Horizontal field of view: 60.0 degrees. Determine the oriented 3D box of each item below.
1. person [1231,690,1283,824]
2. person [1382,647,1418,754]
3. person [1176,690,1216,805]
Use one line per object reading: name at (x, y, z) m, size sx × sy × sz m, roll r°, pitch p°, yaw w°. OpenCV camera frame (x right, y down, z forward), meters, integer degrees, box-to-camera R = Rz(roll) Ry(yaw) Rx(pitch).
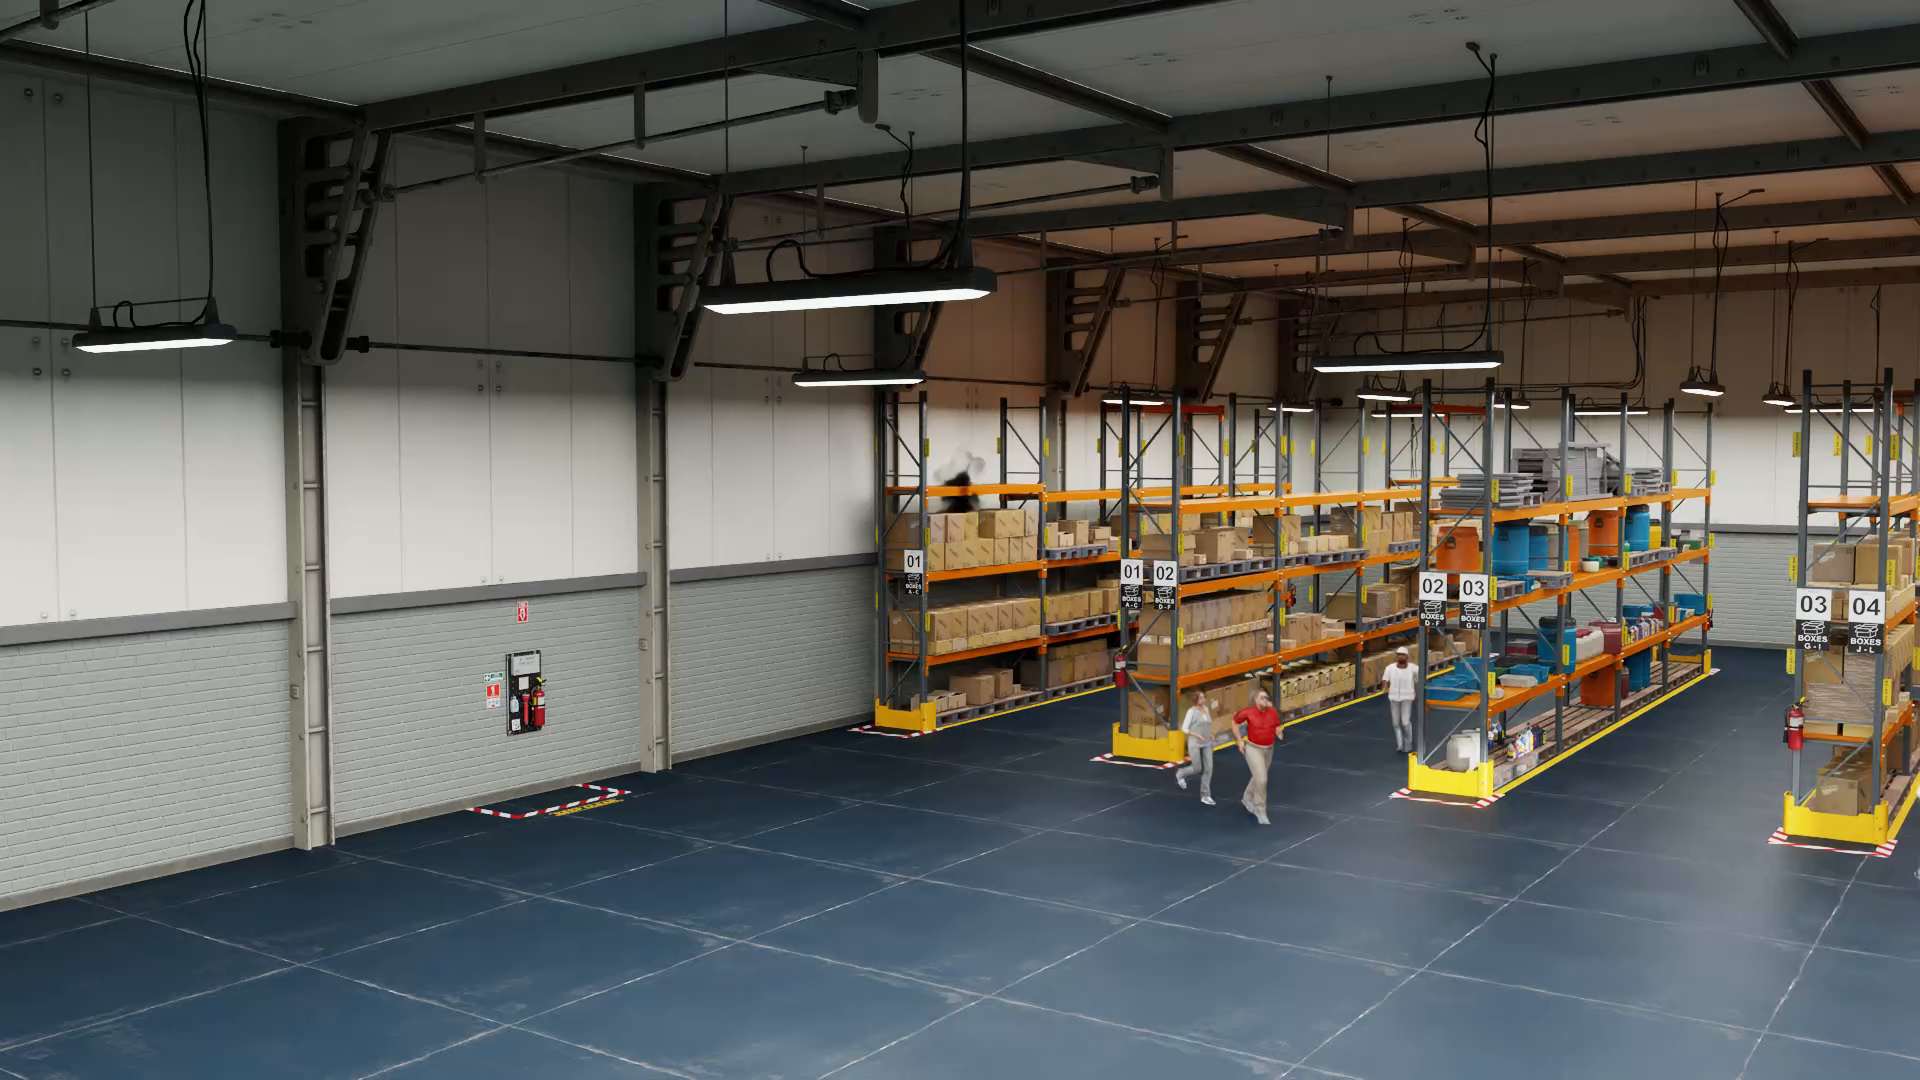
person at (4.047, 2.905, 22.470) m, size 0.645 × 1.789 × 0.816 m, roll -2°, pitch 4°, yaw -28°
person at (7.210, 2.621, 27.148) m, size 0.680 × 1.750 × 0.626 m, roll 2°, pitch 4°, yaw 29°
person at (3.361, 2.911, 23.504) m, size 0.538 × 1.586 × 0.790 m, roll -2°, pitch 4°, yaw -31°
